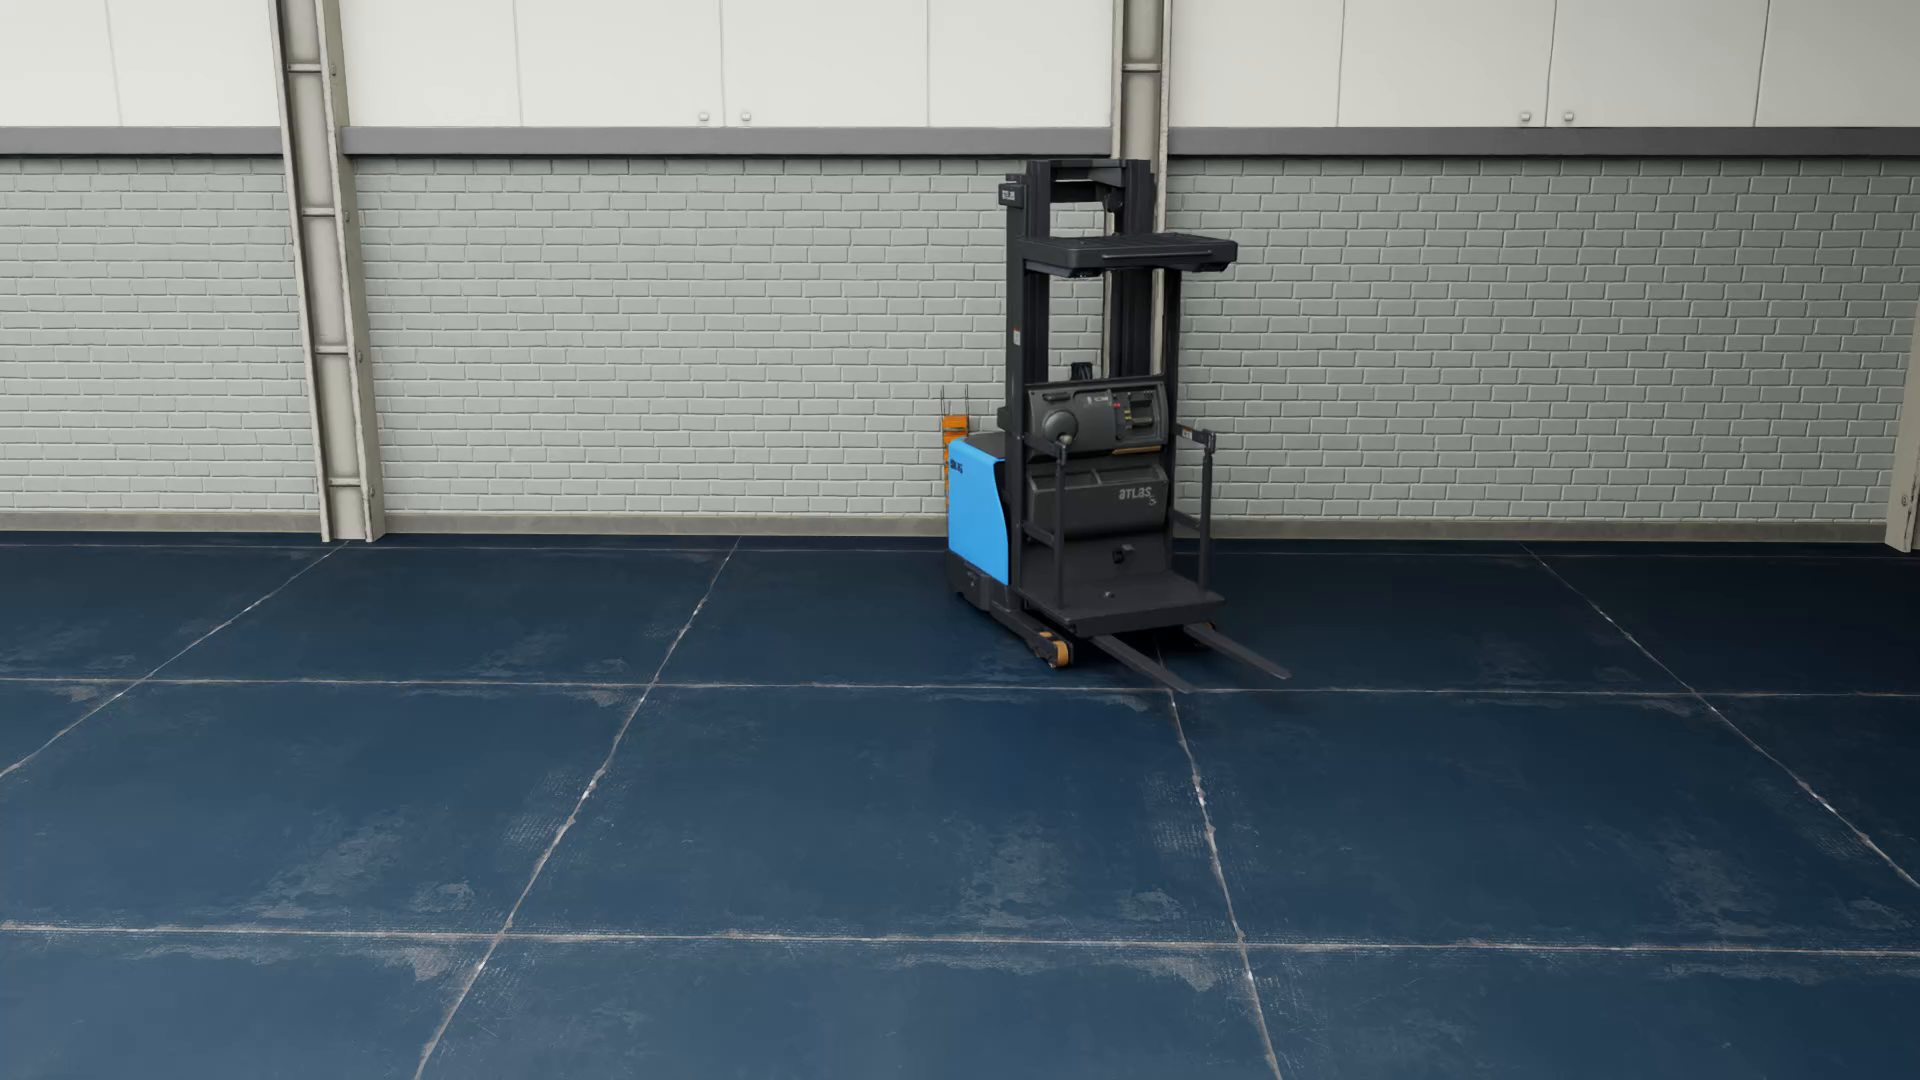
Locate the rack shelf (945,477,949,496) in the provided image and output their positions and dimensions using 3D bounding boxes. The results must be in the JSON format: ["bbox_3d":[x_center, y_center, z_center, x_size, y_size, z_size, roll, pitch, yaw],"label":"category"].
[{"bbox_3d":[-0.011,-0.410,12.672,0.180,0.103,0.258,-1,15,4],"label":"rack shelf"}]

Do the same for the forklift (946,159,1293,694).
[{"bbox_3d":[0.938,-0.773,10.024,1.130,2.935,3.031,-6,16,-22],"label":"forklift"}]

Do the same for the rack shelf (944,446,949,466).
[{"bbox_3d":[-0.021,-0.642,12.611,0.180,0.103,0.258,-1,15,4],"label":"rack shelf"}]

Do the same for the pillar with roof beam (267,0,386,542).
[{"bbox_3d":[-4.816,-3.279,7.627,0.400,9.000,9.100,0,15,1],"label":"pillar with roof beam"}]

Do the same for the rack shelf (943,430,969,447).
[{"bbox_3d":[-0.027,-0.758,12.581,0.180,0.103,0.258,-1,15,4],"label":"rack shelf"}]

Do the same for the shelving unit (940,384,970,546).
[{"bbox_3d":[-0.018,-0.569,12.630,0.189,1.200,0.258,-1,15,4],"label":"shelving unit"}]

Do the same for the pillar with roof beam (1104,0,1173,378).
[{"bbox_3d":[1.182,-3.239,7.479,0.400,9.000,9.100,0,15,1],"label":"pillar with roof beam"}]

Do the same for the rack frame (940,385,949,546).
[{"bbox_3d":[-0.109,-0.567,12.637,0.006,1.200,0.240,-1,15,4],"label":"rack frame"}]

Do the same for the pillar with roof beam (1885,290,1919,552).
[{"bbox_3d":[7.180,-3.200,7.330,0.400,9.000,9.100,0,15,1],"label":"pillar with roof beam"}]

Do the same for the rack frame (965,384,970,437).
[{"bbox_3d":[0.073,-0.571,12.623,0.006,1.200,0.240,-1,15,4],"label":"rack frame"}]

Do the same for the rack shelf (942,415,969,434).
[{"bbox_3d":[-0.032,-0.874,12.550,0.180,0.103,0.258,-1,15,4],"label":"rack shelf"}]

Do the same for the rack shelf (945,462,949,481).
[{"bbox_3d":[-0.016,-0.526,12.641,0.180,0.103,0.258,-1,15,4],"label":"rack shelf"}]

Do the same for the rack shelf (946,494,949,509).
[{"bbox_3d":[-0.005,-0.294,12.702,0.180,0.103,0.258,-1,15,4],"label":"rack shelf"}]
